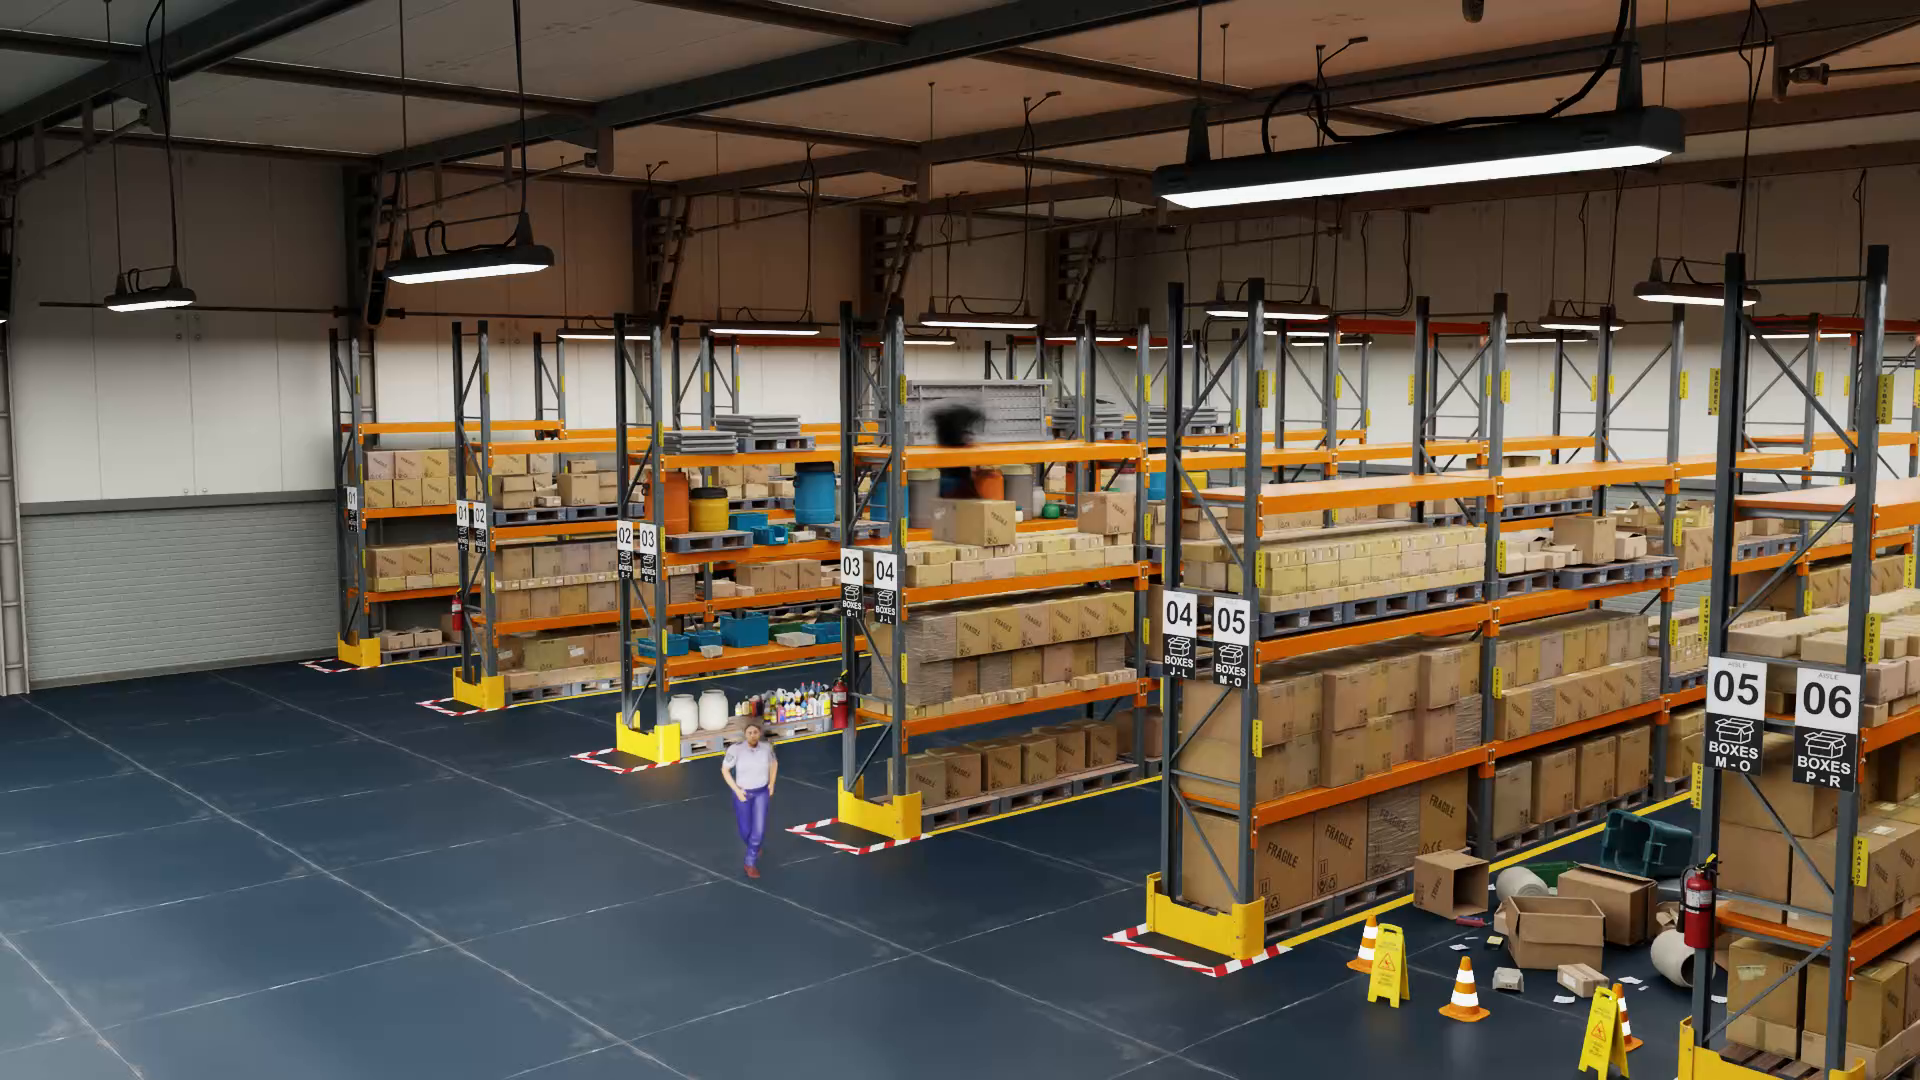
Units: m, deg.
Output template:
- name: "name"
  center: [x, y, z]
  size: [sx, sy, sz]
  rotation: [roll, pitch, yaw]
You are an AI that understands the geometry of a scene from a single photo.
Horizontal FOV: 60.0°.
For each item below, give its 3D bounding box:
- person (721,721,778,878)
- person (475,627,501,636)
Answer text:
- name: "person"
  center: [-2.200, 2.661, 17.406]
  size: [0.599, 1.627, 0.699]
  rotation: [-1, 6, -11]
- name: "person"
  center: [-7.817, 1.514, 28.277]
  size: [0.688, 1.748, 0.814]
  rotation: [3, 7, 31]
